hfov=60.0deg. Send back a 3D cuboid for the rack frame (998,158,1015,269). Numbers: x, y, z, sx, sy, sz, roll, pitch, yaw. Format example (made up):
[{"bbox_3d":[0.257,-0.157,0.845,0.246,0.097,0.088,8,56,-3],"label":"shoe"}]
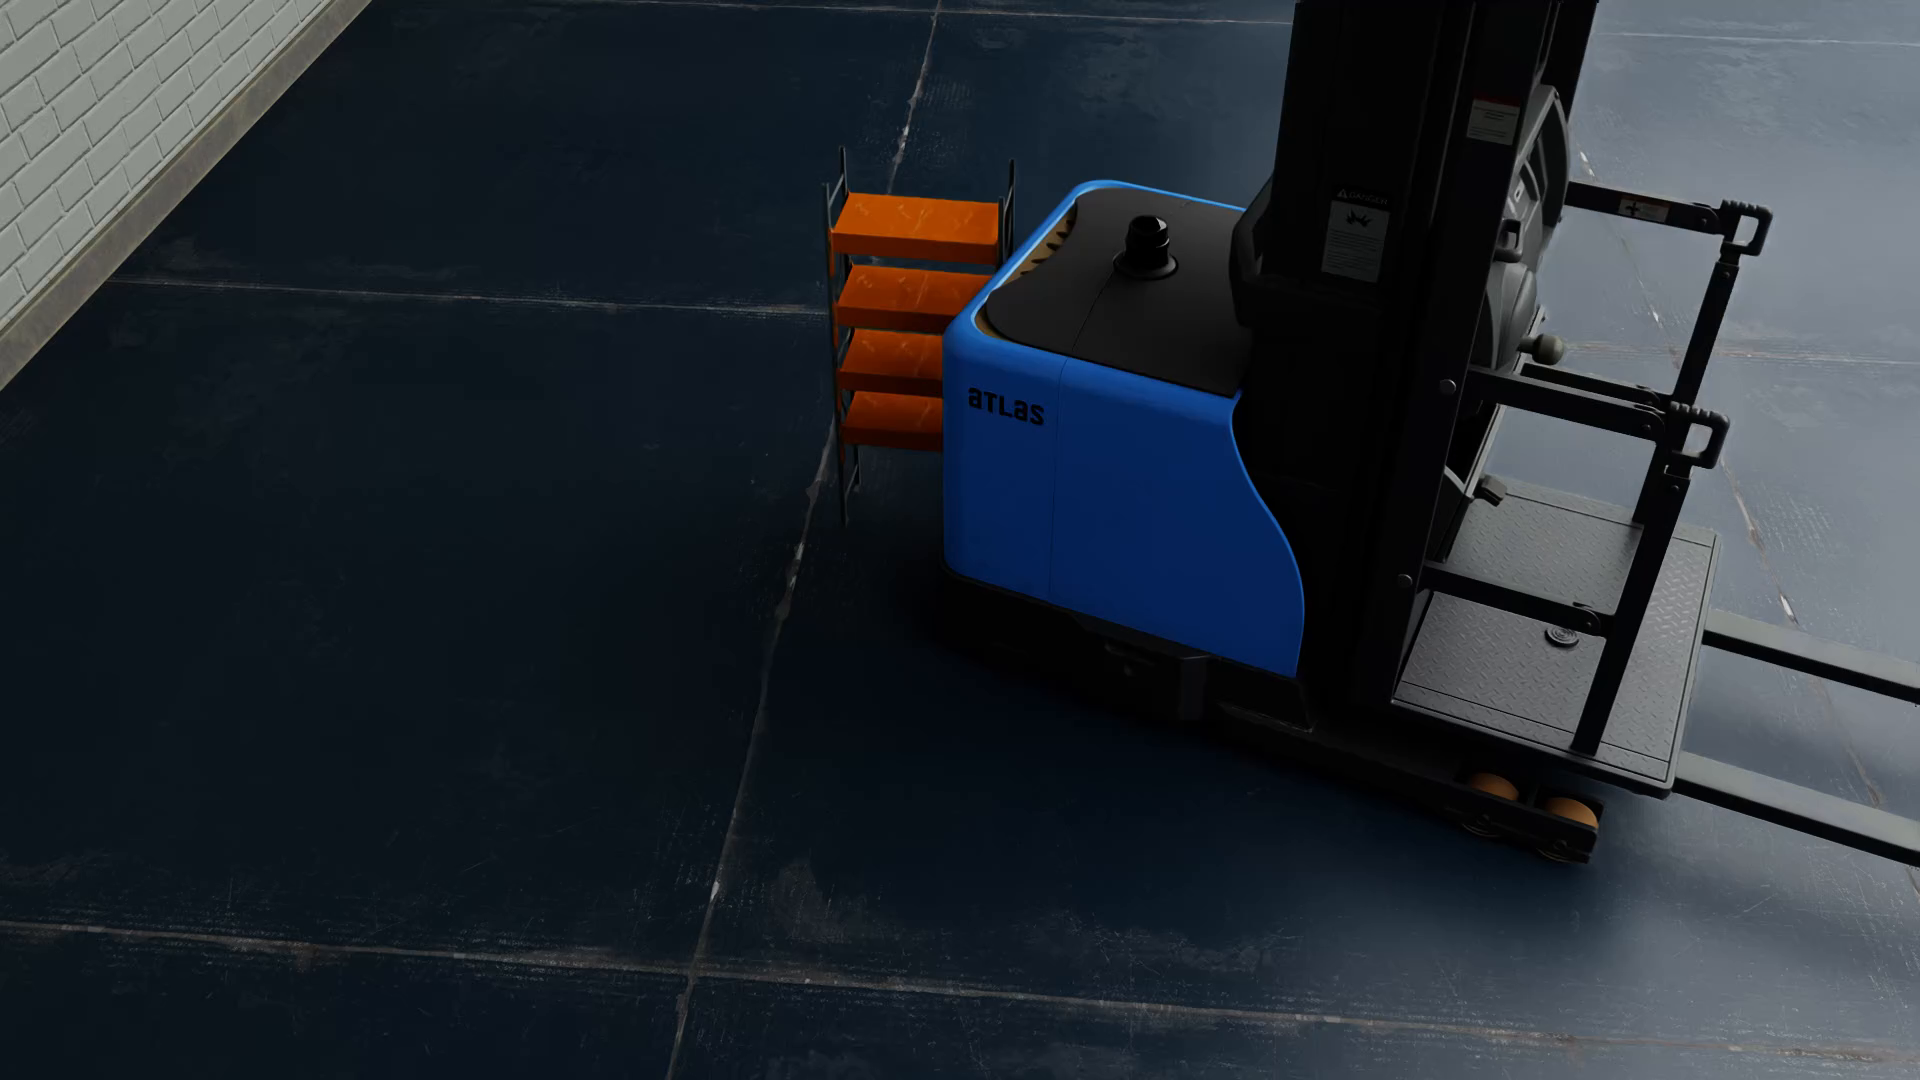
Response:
[{"bbox_3d":[0.130,-0.530,4.951,0.015,1.200,0.240,6,39,7],"label":"rack frame"}]

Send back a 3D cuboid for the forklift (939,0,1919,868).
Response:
[{"bbox_3d":[1.496,-0.702,3.790,3.031,2.935,1.130,17,42,20],"label":"forklift"}]

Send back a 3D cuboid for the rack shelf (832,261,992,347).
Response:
[{"bbox_3d":[-0.111,-0.675,4.881,0.480,0.148,0.258,6,39,7],"label":"rack shelf"}]

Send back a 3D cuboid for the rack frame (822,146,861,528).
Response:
[{"bbox_3d":[-0.352,-0.578,5.009,0.015,1.200,0.240,6,39,7],"label":"rack frame"}]

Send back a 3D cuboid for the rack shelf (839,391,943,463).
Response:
[{"bbox_3d":[-0.111,-0.348,5.148,0.480,0.148,0.258,6,39,7],"label":"rack shelf"}]

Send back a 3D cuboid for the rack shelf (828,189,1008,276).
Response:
[{"bbox_3d":[-0.111,-0.859,4.732,0.480,0.148,0.258,6,39,7],"label":"rack shelf"}]

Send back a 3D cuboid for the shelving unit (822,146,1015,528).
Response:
[{"bbox_3d":[-0.111,-0.554,4.980,0.503,1.200,0.258,6,39,7],"label":"shelving unit"}]

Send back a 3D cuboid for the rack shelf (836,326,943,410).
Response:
[{"bbox_3d":[-0.111,-0.502,5.023,0.480,0.148,0.258,6,39,7],"label":"rack shelf"}]
